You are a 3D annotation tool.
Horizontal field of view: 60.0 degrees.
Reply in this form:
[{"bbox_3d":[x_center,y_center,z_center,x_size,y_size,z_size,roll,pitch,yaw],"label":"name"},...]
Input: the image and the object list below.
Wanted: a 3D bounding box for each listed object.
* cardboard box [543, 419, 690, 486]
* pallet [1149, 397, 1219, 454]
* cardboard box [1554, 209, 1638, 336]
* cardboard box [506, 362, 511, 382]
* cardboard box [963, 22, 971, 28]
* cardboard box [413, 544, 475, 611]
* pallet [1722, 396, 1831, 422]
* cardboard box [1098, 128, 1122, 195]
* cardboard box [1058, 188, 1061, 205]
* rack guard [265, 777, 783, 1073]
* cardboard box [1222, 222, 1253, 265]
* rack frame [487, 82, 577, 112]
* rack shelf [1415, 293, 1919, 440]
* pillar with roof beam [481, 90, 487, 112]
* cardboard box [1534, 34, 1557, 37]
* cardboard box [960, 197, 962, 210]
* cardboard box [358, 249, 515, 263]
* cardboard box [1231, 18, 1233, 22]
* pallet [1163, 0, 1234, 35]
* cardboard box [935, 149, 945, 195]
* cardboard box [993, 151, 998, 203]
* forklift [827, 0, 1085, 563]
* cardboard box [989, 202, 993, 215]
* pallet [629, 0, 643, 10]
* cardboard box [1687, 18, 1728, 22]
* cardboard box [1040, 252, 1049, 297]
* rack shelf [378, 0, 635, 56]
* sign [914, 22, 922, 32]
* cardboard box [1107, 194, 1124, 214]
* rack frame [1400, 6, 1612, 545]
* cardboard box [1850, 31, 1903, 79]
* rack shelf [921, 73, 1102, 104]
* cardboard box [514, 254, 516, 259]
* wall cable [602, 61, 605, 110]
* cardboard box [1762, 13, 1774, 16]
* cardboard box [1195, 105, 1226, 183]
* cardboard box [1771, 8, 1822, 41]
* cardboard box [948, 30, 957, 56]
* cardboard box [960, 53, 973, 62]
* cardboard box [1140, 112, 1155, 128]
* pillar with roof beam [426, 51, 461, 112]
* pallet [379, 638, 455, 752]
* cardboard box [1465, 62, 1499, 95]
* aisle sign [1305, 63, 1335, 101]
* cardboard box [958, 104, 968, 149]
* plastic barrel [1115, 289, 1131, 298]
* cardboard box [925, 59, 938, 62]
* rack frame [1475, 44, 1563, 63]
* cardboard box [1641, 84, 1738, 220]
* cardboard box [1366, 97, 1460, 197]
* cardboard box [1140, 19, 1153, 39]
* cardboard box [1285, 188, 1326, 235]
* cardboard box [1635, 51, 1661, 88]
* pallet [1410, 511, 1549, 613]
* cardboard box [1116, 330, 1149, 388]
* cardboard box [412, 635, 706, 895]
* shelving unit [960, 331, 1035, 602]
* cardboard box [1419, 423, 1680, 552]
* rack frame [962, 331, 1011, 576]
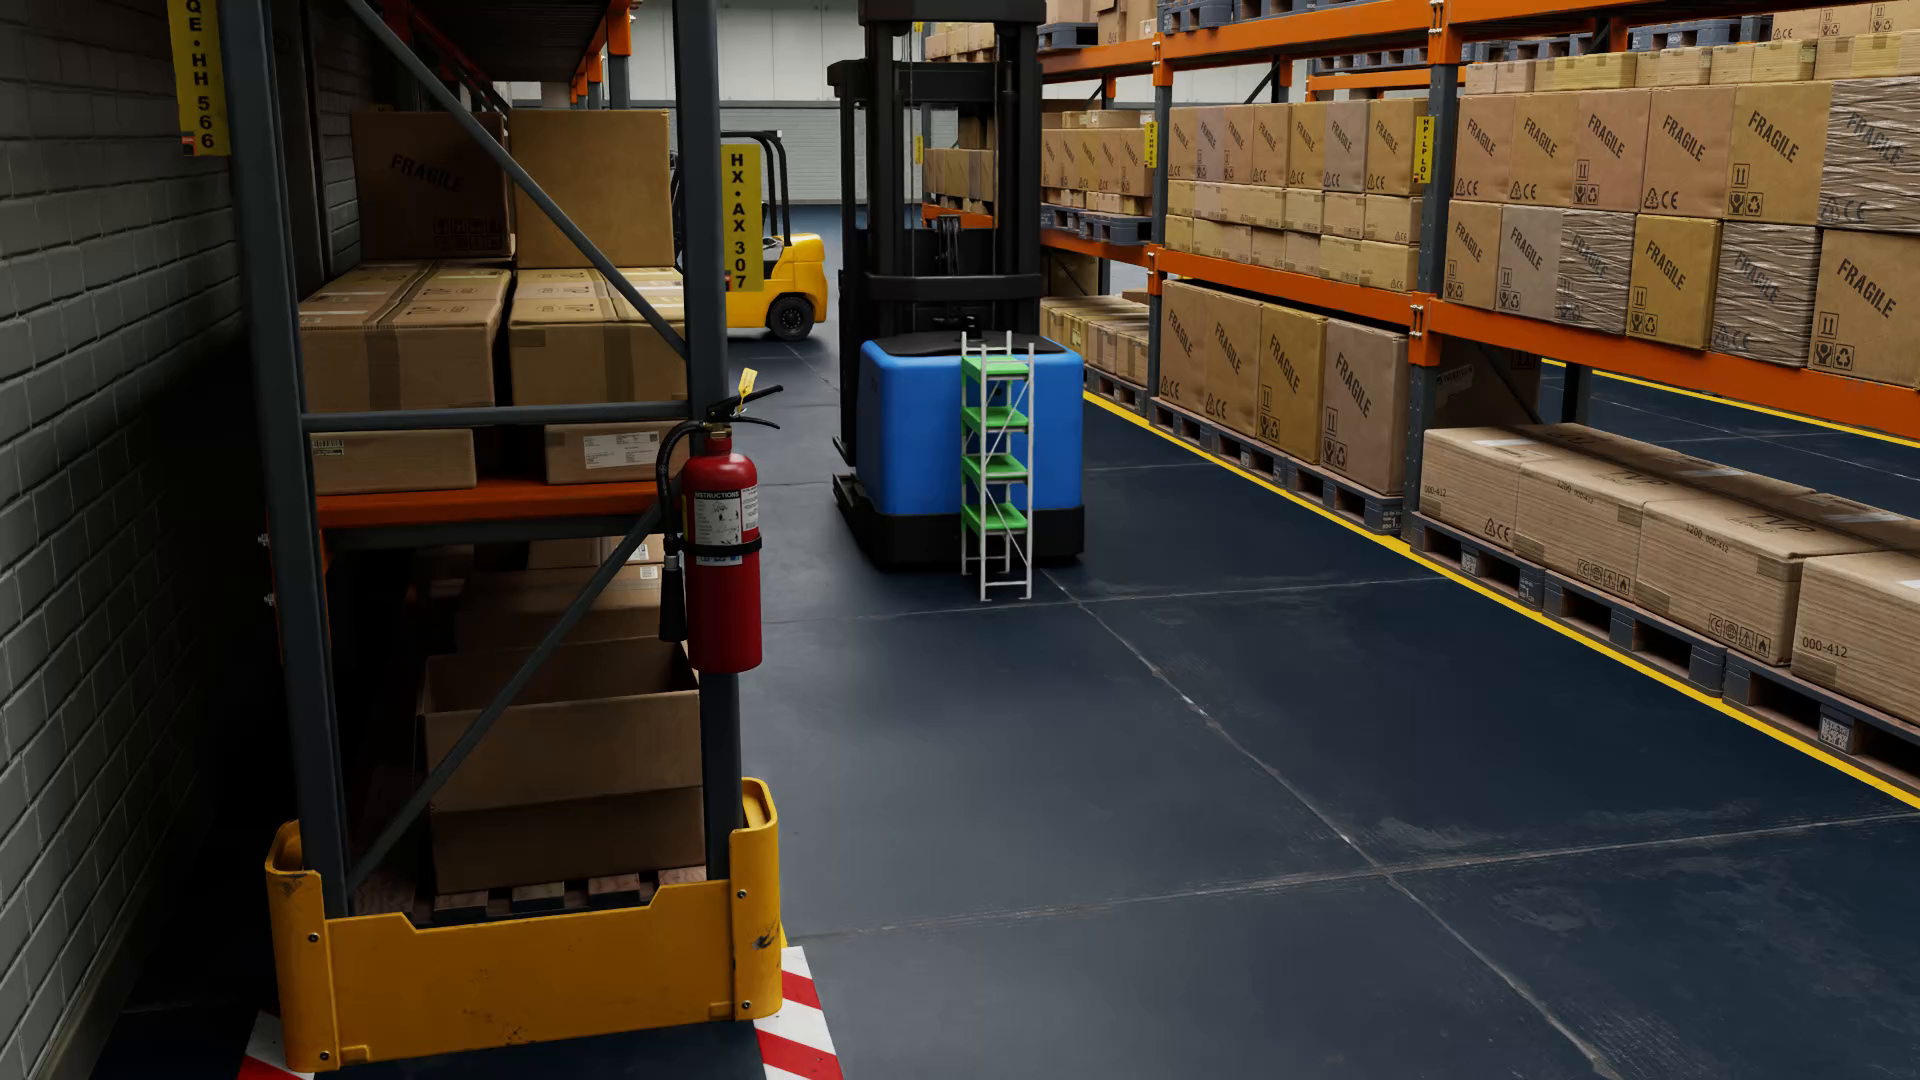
[{"bbox_3d":[-0.833,-0.240,4.117,0.380,0.149,0.250,-3,14,-14],"label":"cardboard box"},{"bbox_3d":[2.035,-0.853,11.974,1.003,0.211,1.213,-3,14,-13],"label":"pallet"},{"bbox_3d":[2.943,-1.165,7.166,0.500,0.500,0.500,-3,14,-13],"label":"cardboard box"},{"bbox_3d":[-1.742,-0.626,5.697,0.380,0.149,0.250,-3,14,-11],"label":"cardboard box"},{"bbox_3d":[0.240,-5.452,17.453,0.380,0.149,0.250,-3,14,-12],"label":"cardboard box"},{"bbox_3d":[-2.036,0.074,7.083,0.500,0.311,0.500,-3,14,-11],"label":"cardboard box"},{"bbox_3d":[6.893,-1.158,13.222,1.003,0.211,1.213,-3,14,-13],"label":"pallet"},{"bbox_3d":[1.414,-2.999,13.159,0.500,0.500,0.500,-4,14,-14],"label":"cardboard box"},{"bbox_3d":[1.073,-3.015,14.593,0.380,0.149,0.250,-3,14,-13],"label":"cardboard box"},{"bbox_3d":[-1.040,0.926,4.083,1.175,0.500,0.348,-3,14,-13],"label":"rack guard"},{"bbox_3d":[2.049,-1.955,10.925,0.500,0.250,0.500,-3,14,-11],"label":"cardboard box"},{"bbox_3d":[-4.780,-3.962,18.823,1.000,3.000,0.127,-3,14,-13],"label":"rack frame"},{"bbox_3d":[3.332,-0.660,6.824,1.077,0.370,4.000,-3,14,-13],"label":"rack shelf"},{"bbox_3d":[-4.126,-9.673,29.561,9.100,9.000,0.400,-3,14,-13],"label":"pillar with roof beam"},{"bbox_3d":[5.671,-5.107,16.378,0.258,0.266,0.396,-4,14,-14],"label":"cardboard box"},{"bbox_3d":[0.208,-3.728,18.394,0.380,0.149,0.250,-3,14,-11],"label":"cardboard box"},{"bbox_3d":[-1.864,-0.901,5.985,0.500,0.250,0.500,-3,14,-12],"label":"cardboard box"},{"bbox_3d":[2.014,-3.811,12.415,0.380,0.149,0.250,-3,14,-13],"label":"cardboard box"},{"bbox_3d":[2.126,-3.614,11.475,1.213,0.211,1.003,-3,14,-11],"label":"pallet"},{"bbox_3d":[0.011,-4.188,18.913,0.500,0.500,0.500,-3,14,-11],"label":"cardboard box"},{"bbox_3d":[0.637,-3.598,16.497,0.500,0.500,0.500,-4,14,-15],"label":"cardboard box"},{"bbox_3d":[-0.144,-1.612,9.350,1.130,2.935,3.031,-2,14,-10],"label":"forklift"},{"bbox_3d":[0.516,-3.431,17.182,0.380,0.149,0.250,-3,14,-14],"label":"cardboard box"},{"bbox_3d":[-2.293,-2.953,8.768,1.213,0.211,1.003,-3,14,-13],"label":"pallet"},{"bbox_3d":[6.174,-4.584,14.141,0.500,0.311,0.500,-3,14,-13],"label":"cardboard box"},{"bbox_3d":[0.584,-2.671,16.867,0.500,0.500,0.500,-3,14,-14],"label":"cardboard box"},{"bbox_3d":[-1.492,-1.840,5.333,1.077,0.370,4.000,-3,14,-13],"label":"rack shelf"},{"bbox_3d":[-0.483,-6.091,19.375,0.100,0.325,0.005,-3,14,-13],"label":"sign"},{"bbox_3d":[1.381,-2.652,13.105,0.380,0.149,0.250,-3,14,-14],"label":"cardboard box"},{"bbox_3d":[2.862,-1.471,8.628,1.000,3.000,0.127,-3,14,-13],"label":"rack frame"},{"bbox_3d":[3.278,-1.642,5.642,0.380,0.149,0.250,-3,14,-12],"label":"cardboard box"},{"bbox_3d":[0.514,-4.886,17.800,1.077,0.370,4.000,-3,14,-13],"label":"rack shelf"},{"bbox_3d":[-1.368,-0.931,6.105,0.500,0.250,0.500,-3,14,-14],"label":"cardboard box"},{"bbox_3d":[-11.945,-12.831,49.027,3.097,2.526,0.112,-3,14,-13],"label":"wall cable"},{"bbox_3d":[6.788,-4.367,13.593,0.380,0.149,0.250,-4,14,-15],"label":"cardboard box"},{"bbox_3d":[1.927,-2.687,11.286,0.500,0.500,0.500,-3,14,-13],"label":"cardboard box"},{"bbox_3d":[6.586,-4.052,12.662,0.500,0.500,0.500,-3,14,-13],"label":"cardboard box"},{"bbox_3d":[0.158,-5.403,18.090,0.500,0.250,0.500,-3,14,-12],"label":"cardboard box"},{"bbox_3d":[0.215,-5.123,17.786,0.380,0.149,0.250,-4,14,-15],"label":"cardboard box"},{"bbox_3d":[1.573,-3.715,14.722,0.380,0.149,0.250,-4,14,-16],"label":"cardboard box"},{"bbox_3d":[-1.308,-6.905,18.230,9.100,9.000,0.400,-3,14,-13],"label":"pillar with roof beam"},{"bbox_3d":[-1.511,0.602,6.020,1.003,0.211,1.213,-3,14,-13],"label":"pallet"},{"bbox_3d":[2.684,-2.233,8.063,0.380,0.149,0.250,-3,14,-14],"label":"cardboard box"},{"bbox_3d":[4.524,-5.801,20.873,0.394,0.787,0.004,-3,14,-13],"label":"aisle sign"},{"bbox_3d":[0.376,-4.812,19.360,0.700,0.500,0.500,-4,14,-15],"label":"cardboard box"},{"bbox_3d":[2.001,-2.596,18.660,0.512,0.421,0.421,7,15,26],"label":"plastic barrel"},{"bbox_3d":[-0.194,-5.480,19.245,0.380,0.149,0.250,-3,14,-13],"label":"cardboard box"},{"bbox_3d":[5.771,-3.616,17.406,1.000,3.000,0.127,-3,14,-13],"label":"rack frame"},{"bbox_3d":[3.077,-1.530,6.551,0.500,0.500,0.500,-3,14,-14],"label":"cardboard box"},{"bbox_3d":[2.513,-2.094,8.862,0.500,0.500,0.500,-3,14,-11],"label":"cardboard box"},{"bbox_3d":[1.579,-3.847,12.561,0.380,0.149,0.250,-3,14,-13],"label":"cardboard box"},{"bbox_3d":[2.270,-1.963,9.905,0.500,0.250,0.500,-3,14,-12],"label":"cardboard box"},{"bbox_3d":[3.033,-1.941,6.868,0.380,0.149,0.250,-3,14,-13],"label":"cardboard box"},{"bbox_3d":[2.965,0.063,8.223,1.003,0.211,1.213,-3,14,-13],"label":"pallet"},{"bbox_3d":[1.800,-1.452,13.202,0.950,0.372,0.625,-4,14,-17],"label":"cardboard box"},{"bbox_3d":[-1.074,0.592,4.560,0.797,0.503,0.637,-4,14,-15],"label":"cardboard box"},{"bbox_3d":[0.171,-0.357,7.860,0.258,1.200,0.503,-2,14,-10],"label":"shelving unit"},{"bbox_3d":[2.906,-0.279,8.265,0.875,0.438,0.875,-3,14,-14],"label":"cardboard box"},{"bbox_3d":[0.127,-0.414,8.093,0.240,1.200,0.015,-2,14,-10],"label":"rack frame"}]
